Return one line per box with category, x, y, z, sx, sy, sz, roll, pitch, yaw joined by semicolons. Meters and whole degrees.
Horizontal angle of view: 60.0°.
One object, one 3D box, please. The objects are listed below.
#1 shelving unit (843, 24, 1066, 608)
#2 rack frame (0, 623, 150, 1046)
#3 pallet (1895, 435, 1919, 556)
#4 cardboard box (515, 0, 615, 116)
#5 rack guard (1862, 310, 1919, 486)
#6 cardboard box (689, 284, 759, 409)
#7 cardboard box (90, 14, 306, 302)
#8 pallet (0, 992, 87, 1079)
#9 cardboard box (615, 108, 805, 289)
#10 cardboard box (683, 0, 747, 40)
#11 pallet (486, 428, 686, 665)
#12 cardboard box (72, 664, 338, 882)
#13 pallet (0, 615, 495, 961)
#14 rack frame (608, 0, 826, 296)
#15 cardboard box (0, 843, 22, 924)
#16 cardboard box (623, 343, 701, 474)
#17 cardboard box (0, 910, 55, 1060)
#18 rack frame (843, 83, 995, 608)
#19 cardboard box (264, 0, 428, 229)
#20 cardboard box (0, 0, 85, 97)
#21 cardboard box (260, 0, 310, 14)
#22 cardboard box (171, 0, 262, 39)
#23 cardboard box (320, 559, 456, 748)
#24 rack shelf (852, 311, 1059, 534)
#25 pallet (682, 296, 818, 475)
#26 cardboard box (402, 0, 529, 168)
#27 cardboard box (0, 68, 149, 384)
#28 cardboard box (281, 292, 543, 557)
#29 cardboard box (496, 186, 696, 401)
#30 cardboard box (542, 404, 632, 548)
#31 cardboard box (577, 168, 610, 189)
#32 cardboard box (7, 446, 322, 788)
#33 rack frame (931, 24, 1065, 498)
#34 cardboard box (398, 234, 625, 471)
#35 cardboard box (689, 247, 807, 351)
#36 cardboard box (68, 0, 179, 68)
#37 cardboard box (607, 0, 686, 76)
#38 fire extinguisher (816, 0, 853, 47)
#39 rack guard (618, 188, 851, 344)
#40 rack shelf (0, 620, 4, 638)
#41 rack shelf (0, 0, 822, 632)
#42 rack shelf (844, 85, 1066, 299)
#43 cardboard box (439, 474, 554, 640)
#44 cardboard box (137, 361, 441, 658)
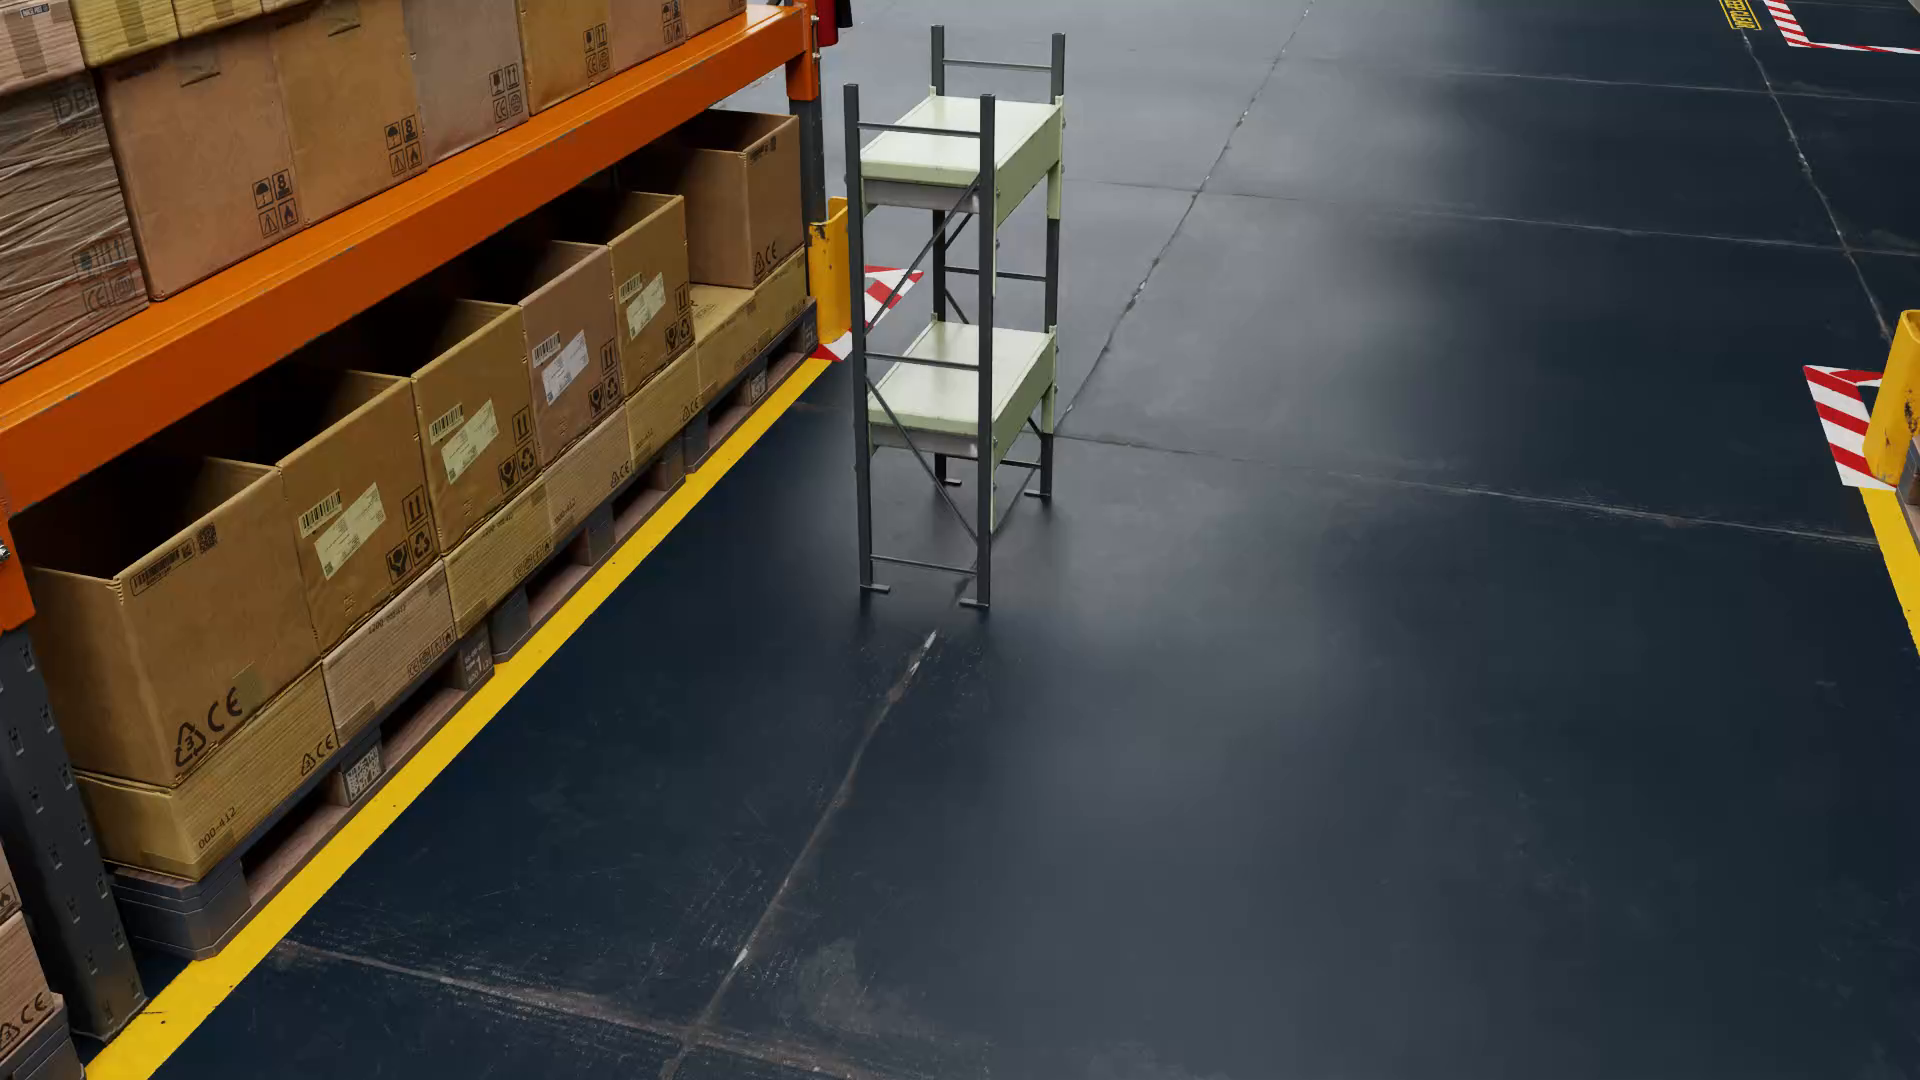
shelving unit;0.002;-0.659;4.891;0.431;1.500;0.755;8;30;15
rack frame;-2.200;-0.379;2.845;1.000;3.000;0.127;8;30;15
pallet;3.416;0.094;4.864;1.003;0.211;1.213;8;30;15
cardboard box;-1.476;-1.592;4.923;0.700;0.500;0.500;9;30;15
rack guard;3.688;-0.405;5.463;1.175;0.500;0.348;8;30;15
cardboard box;-1.036;-0.694;5.809;0.500;0.250;0.500;8;30;15
cardboard box;-1.927;-0.876;3.636;0.700;0.500;0.500;8;30;14
pallet;-2.379;1.188;2.898;1.003;0.211;1.213;8;30;15
cardboard box;-0.899;-1.256;6.047;0.500;0.500;0.500;8;30;15
cardboard box;-1.175;-2.066;5.776;0.700;0.500;0.500;9;30;15
pallet;-1.570;-0.093;5.199;1.003;0.211;1.213;8;30;15
cardboard box;-1.774;0.467;3.721;0.500;0.250;0.500;8;30;15
pallet;-1.927;0.476;4.177;1.003;0.211;1.213;8;30;15
rack frame;-1.026;-2.238;6.187;1.000;3.000;0.127;8;30;15
cardboard box;-2.045;0.623;2.863;0.500;0.311;0.500;8;30;15
cardboard box;-1.181;-0.461;5.390;0.500;0.250;0.500;8;30;15
cardboard box;-2.045;0.873;2.991;0.500;0.250;0.500;8;30;14
rack frame;-0.105;-0.488;4.585;0.400;1.500;0.023;8;30;15
cardboard box;-1.776;-1.108;4.054;0.700;0.500;0.500;9;30;16
cardboard box;-1.863;-0.920;3.048;0.380;0.149;0.250;9;30;16
cardboard box;-1.637;-1.278;3.692;0.380;0.149;0.250;7;30;13
cardboard box;-1.713;-1.162;3.483;0.380;0.149;0.250;8;30;14
cardboard box;-1.623;0.235;4.138;0.500;0.250;0.500;8;30;15
rack shelf;0.002;-0.374;5.049;0.431;0.370;0.720;8;30;15
pallet;-1.210;-0.658;6.215;1.003;0.211;1.213;8;30;15
cardboard box;-1.627;-1.346;4.482;0.700;0.500;0.500;9;30;16
cardboard box;-2.076;-0.630;3.193;0.700;0.500;0.500;8;30;14
cardboard box;-1.471;-0.324;4.372;0.500;0.500;0.500;8;30;15
cardboard box;-1.178;-0.789;5.207;0.500;0.500;0.500;8;30;15
cardboard box;-1.330;-0.229;4.973;0.500;0.250;0.500;8;30;15
cardboard box;-1.541;-1.097;5.762;0.500;0.500;0.500;8;30;15
cardboard box;-1.765;0.141;3.536;0.500;0.500;0.500;8;30;15
rack frame;0.109;-0.829;5.197;0.400;1.500;0.023;8;30;15
cardboard box;-1.326;-0.557;4.790;0.500;0.500;0.500;8;30;15
cardboard box;-0.901;-0.928;6.229;0.500;0.250;0.500;8;30;15
cardboard box;-1.788;-1.040;3.264;0.380;0.149;0.250;8;30;14
cardboard box;-1.325;-1.821;5.336;0.700;0.500;0.500;9;30;16
fire extinguisher;-0.547;-2.192;6.185;0.296;0.674;0.183;8;30;15
rack guard;-1.019;-1.156;6.815;1.175;0.500;0.348;8;30;15
rack shelf;-2.787;0.865;1.349;1.077;0.370;4.000;8;30;15
rack shelf;-1.613;-0.994;4.691;1.077;0.370;4.000;8;30;15
rack shelf;0.002;-1.000;4.701;0.431;0.370;0.720;8;30;15
cardboard box;-1.471;0.004;4.554;0.500;0.250;0.500;8;30;15
cardboard box;-1.625;-0.093;3.956;0.500;0.500;0.500;8;30;15
